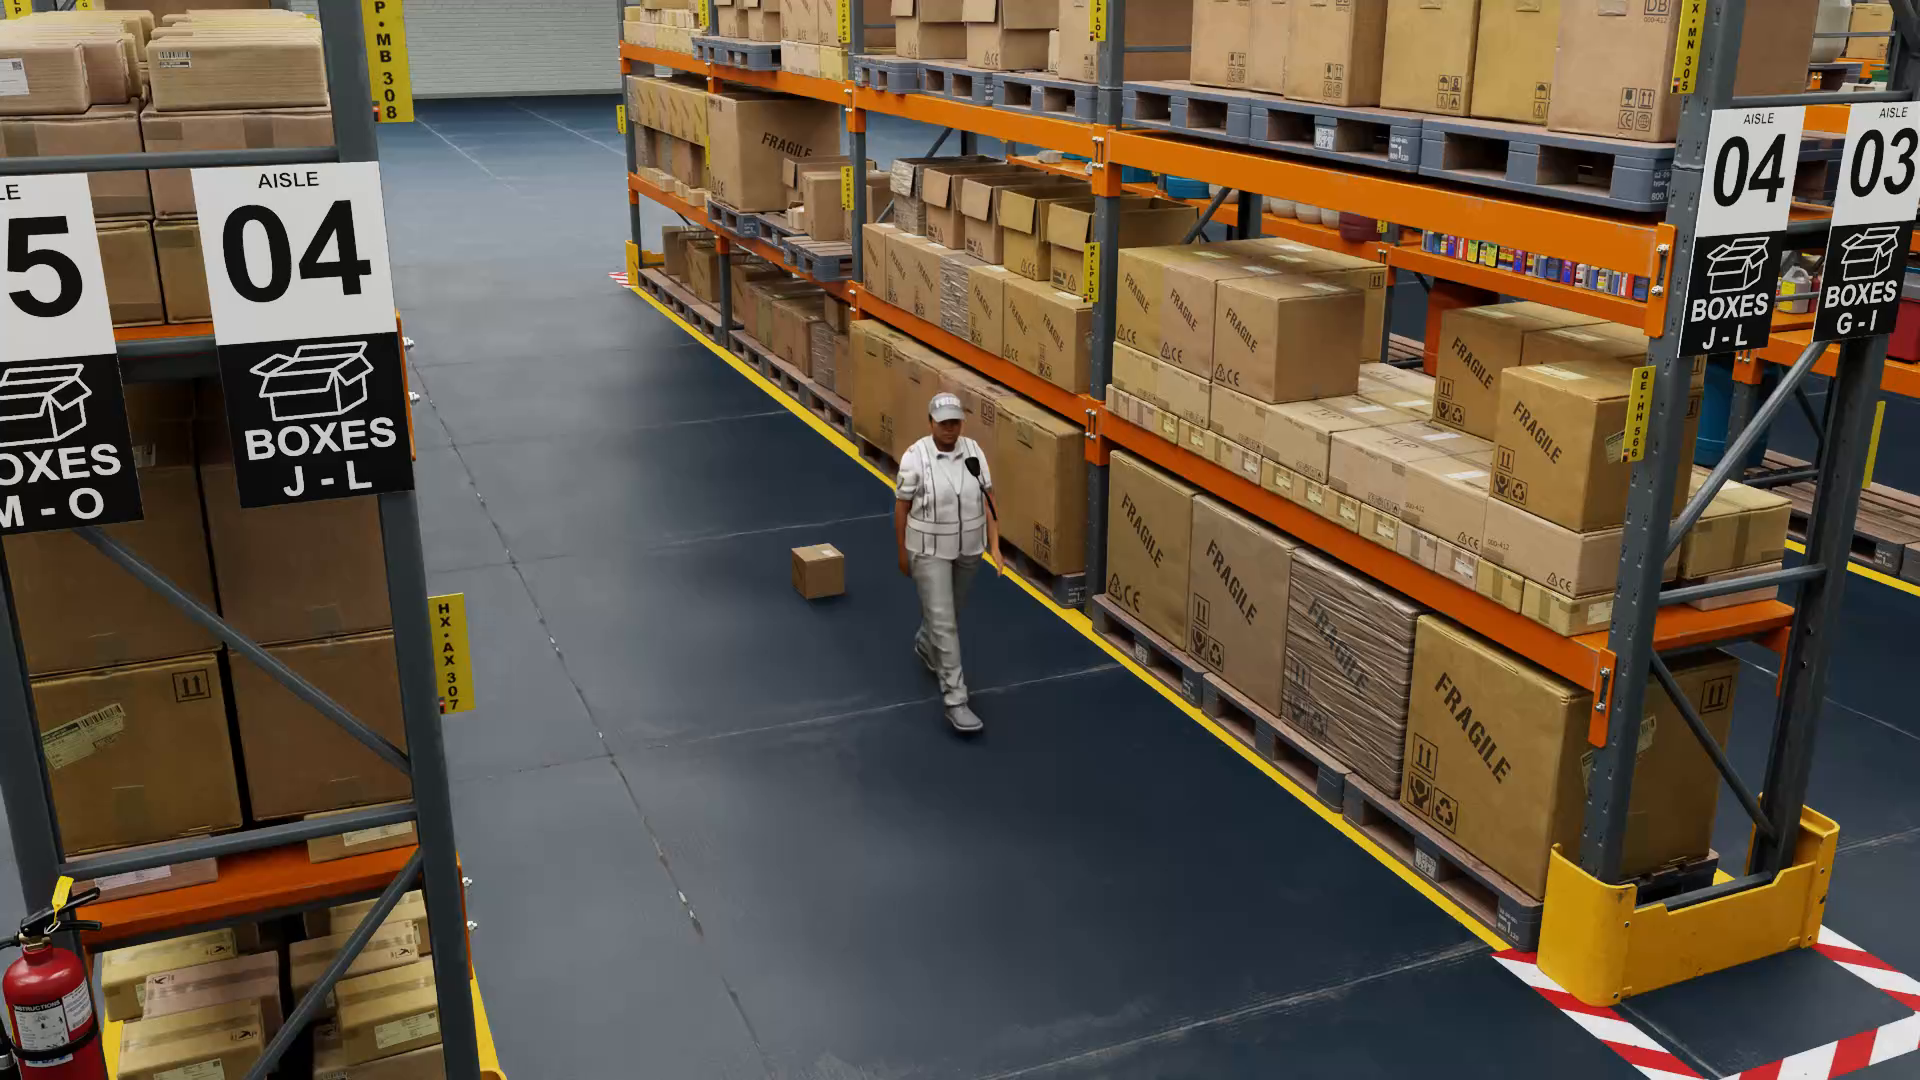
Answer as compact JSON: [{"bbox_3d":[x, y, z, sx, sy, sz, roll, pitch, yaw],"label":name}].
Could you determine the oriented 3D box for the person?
[{"bbox_3d":[-0.041,0.046,8.398,0.490,1.600,1.027,-9,21,-25],"label":"person"}]
